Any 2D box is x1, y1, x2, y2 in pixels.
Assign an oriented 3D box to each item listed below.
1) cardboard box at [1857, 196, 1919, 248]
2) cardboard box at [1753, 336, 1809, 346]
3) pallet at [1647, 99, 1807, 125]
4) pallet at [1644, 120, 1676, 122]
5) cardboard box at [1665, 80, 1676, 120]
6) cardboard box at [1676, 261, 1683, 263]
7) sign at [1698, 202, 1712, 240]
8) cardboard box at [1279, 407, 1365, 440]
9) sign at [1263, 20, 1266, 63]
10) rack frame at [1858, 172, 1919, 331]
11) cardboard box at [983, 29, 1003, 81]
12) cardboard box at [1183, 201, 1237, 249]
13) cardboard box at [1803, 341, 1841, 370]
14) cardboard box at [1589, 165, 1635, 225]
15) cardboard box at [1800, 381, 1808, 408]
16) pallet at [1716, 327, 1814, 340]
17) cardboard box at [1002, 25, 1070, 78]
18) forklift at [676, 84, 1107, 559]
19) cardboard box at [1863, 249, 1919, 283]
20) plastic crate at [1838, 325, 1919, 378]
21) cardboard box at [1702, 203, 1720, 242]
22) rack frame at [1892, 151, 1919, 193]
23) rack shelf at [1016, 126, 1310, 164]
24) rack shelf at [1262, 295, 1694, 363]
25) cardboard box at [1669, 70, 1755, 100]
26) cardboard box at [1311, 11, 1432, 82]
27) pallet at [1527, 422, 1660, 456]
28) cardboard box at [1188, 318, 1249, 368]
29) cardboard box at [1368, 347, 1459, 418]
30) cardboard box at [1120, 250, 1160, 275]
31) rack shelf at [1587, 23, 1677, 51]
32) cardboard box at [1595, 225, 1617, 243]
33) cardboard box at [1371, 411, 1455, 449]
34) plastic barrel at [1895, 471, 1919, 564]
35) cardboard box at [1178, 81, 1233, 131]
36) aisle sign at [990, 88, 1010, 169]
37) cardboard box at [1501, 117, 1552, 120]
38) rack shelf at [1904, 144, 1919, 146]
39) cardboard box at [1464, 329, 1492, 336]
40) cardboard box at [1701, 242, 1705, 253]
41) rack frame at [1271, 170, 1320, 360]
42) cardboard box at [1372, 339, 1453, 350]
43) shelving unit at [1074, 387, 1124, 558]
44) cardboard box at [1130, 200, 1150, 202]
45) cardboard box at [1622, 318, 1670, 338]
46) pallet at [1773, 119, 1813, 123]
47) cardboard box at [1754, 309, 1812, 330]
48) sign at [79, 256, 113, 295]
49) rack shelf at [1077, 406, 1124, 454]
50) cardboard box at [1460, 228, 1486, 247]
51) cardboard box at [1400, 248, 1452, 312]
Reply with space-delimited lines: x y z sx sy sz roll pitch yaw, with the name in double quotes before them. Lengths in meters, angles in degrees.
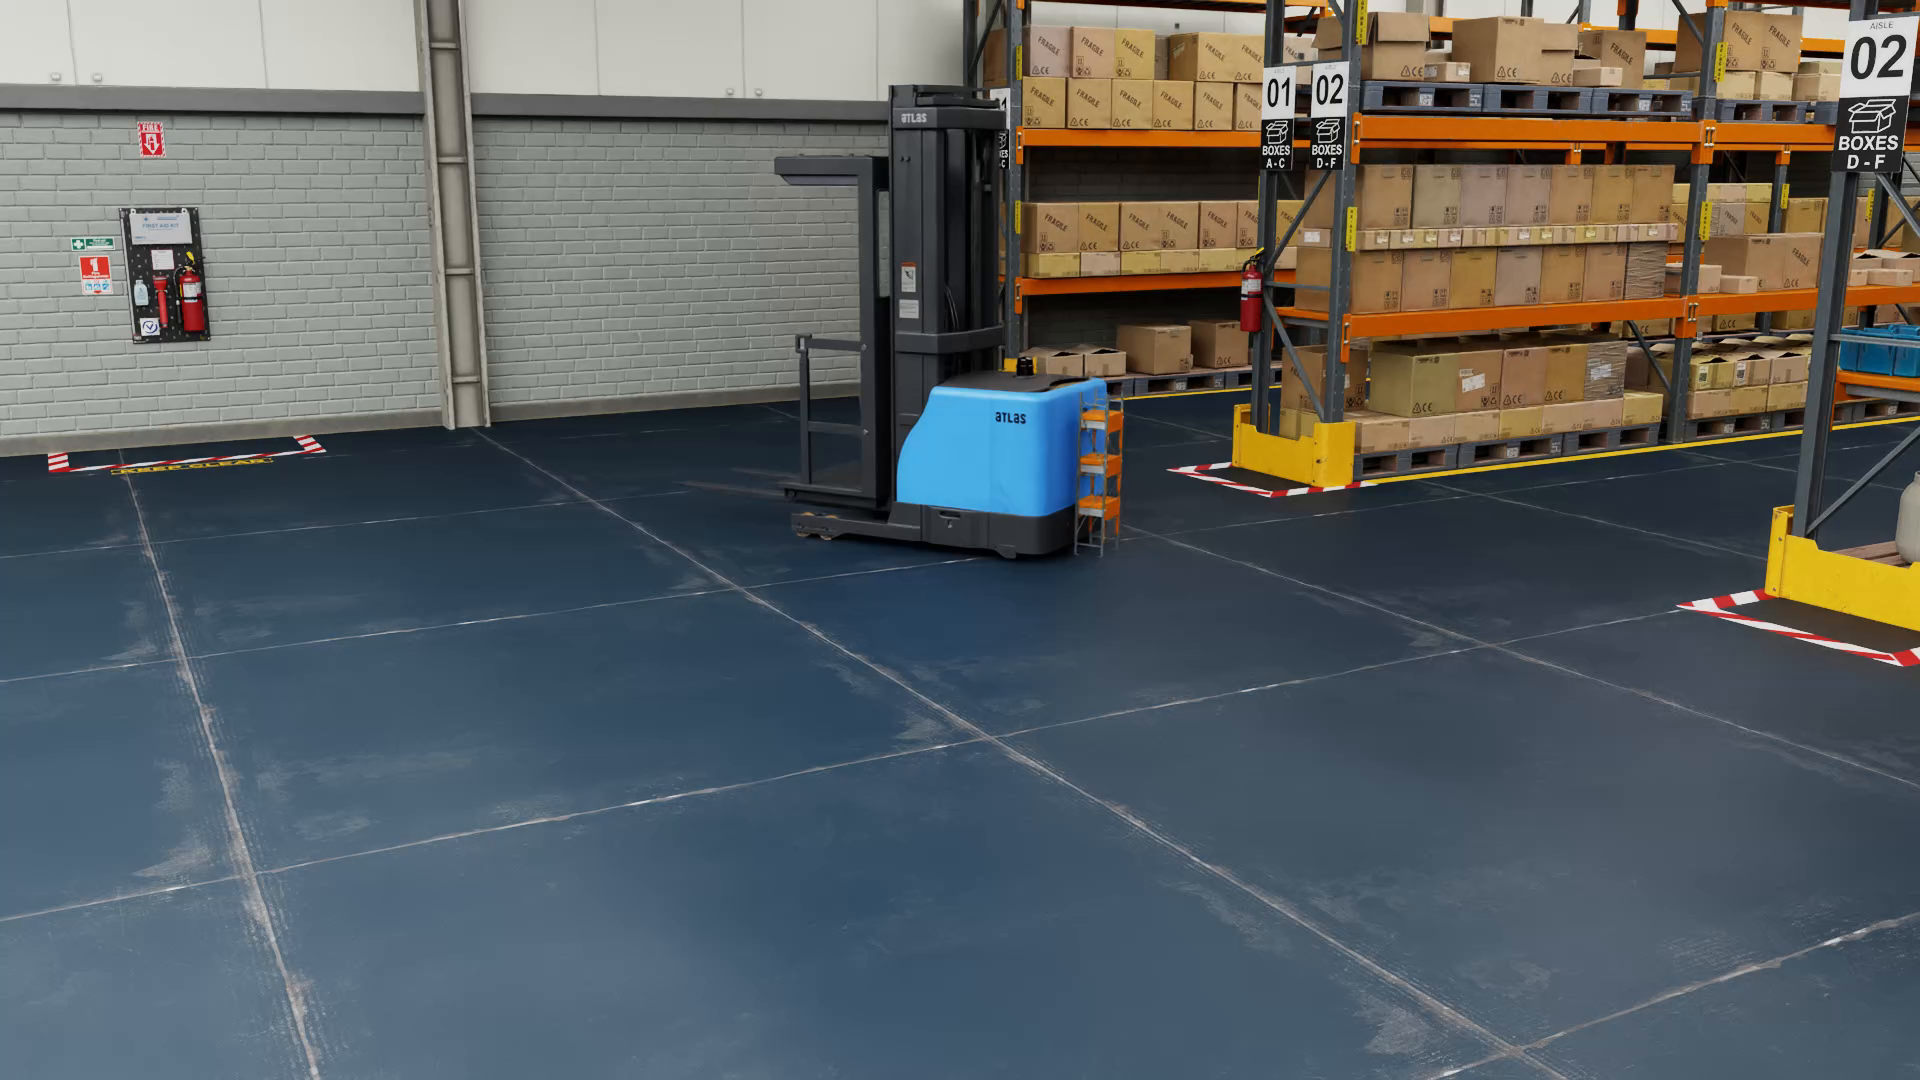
"cardboard box" 13.290 -4.649 24.250 0.700 0.700 0.980 -7 14 -28
"cardboard box" 8.215 -1.869 16.611 0.500 0.311 0.500 -7 15 -29
"pallet" 6.978 -3.885 15.145 1.217 0.209 0.805 -8 15 -30
"pallet" 8.864 -5.362 21.703 1.213 0.211 1.003 -6 14 -25
"cardboard box" 9.102 -5.760 21.809 0.500 0.500 0.700 -7 14 -28
"cardboard box" 6.894 -2.482 15.613 0.258 0.266 0.396 -7 15 -29
"sign" 6.478 -2.774 14.451 0.005 0.325 0.100 -7 14 -28
"cardboard box" 3.028 -0.976 13.919 0.500 0.250 0.500 -7 14 -28
"sign" 2.452 -3.962 13.213 0.005 0.325 0.100 -7 14 -28
"rack frame" 9.721 -2.841 16.899 0.127 3.000 1.000 -7 14 -28
"cardboard box" 0.576 -5.059 17.373 0.500 0.500 0.500 -6 14 -25
"cardboard box" 2.684 -3.463 18.252 0.500 0.500 0.500 -7 15 -29
"cardboard box" 8.482 -1.767 16.156 0.500 0.311 0.500 -7 14 -28
"cardboard box" 5.381 -3.000 14.426 0.500 0.500 0.700 -7 14 -28
"cardboard box" 8.033 -1.440 15.981 0.500 0.250 0.500 -7 14 -27
"pallet" 11.560 -2.920 23.604 1.213 0.211 1.003 -7 14 -28
"cardboard box" 0.777 -4.957 16.920 0.500 0.500 0.500 -8 15 -32
"forklift" -0.553 -1.523 11.200 3.031 2.935 1.130 7 14 29
"cardboard box" 9.381 -2.767 16.777 0.500 0.311 0.500 -6 14 -24
"plastic crate" 5.365 -1.082 9.423 0.616 0.251 0.499 -7 14 -28
"cardboard box" 9.683 -4.215 22.058 0.500 0.500 0.500 -7 14 -28
"rack frame" 14.366 -4.636 24.879 0.127 3.000 1.000 -7 14 -28
"rack shelf" 2.078 -4.276 18.085 4.000 0.370 1.077 -7 14 -28
"rack shelf" 4.455 -1.858 14.174 4.000 0.370 1.077 -7 14 -28
"cardboard box" 6.756 -4.078 14.951 0.500 0.250 0.500 -5 14 -22
"cardboard box" 3.206 -3.846 13.023 0.637 0.503 0.797 -6 14 -24
"pallet" 5.492 -0.984 15.000 1.213 0.211 1.003 -7 14 -28
"cardboard box" 2.942 -2.252 18.977 0.500 0.500 0.500 -8 15 -32
"cardboard box" 3.715 -1.295 13.629 0.500 0.500 0.500 -7 14 -28
"cardboard box" 1.802 -2.990 17.858 0.500 0.250 0.500 -7 15 -29
"rack shelf" 9.100 -6.386 21.539 4.000 0.370 1.077 -7 14 -28
"cardboard box" 5.398 -2.634 14.275 0.250 0.149 0.380 -7 14 -28
"cardboard box" 3.714 -0.929 13.713 0.500 0.250 0.500 -7 14 -28
"plastic barrel" 5.610 -0.119 9.517 0.421 0.512 0.421 0 13 0
"cardboard box" 2.590 -4.679 17.963 0.500 0.500 0.500 -7 15 -30
"aisle sign" 0.403 -4.156 16.824 0.004 0.787 0.394 -7 14 -28
"cardboard box" 6.842 -5.097 20.250 0.500 0.311 0.500 -7 14 -28
"rack shelf" 11.477 -4.163 17.584 4.000 0.370 1.077 -7 14 -28
"cardboard box" 6.230 -2.672 20.843 0.500 0.500 0.700 -7 14 -28
"cardboard box" 9.785 -3.911 22.183 0.250 0.149 0.380 -7 14 -28
"rack frame" 3.833 -3.374 19.270 0.127 3.000 1.000 -7 14 -28
"cardboard box" 3.898 -1.450 14.319 0.500 0.500 0.500 -7 14 -28
"shelving unit" 0.888 -0.433 10.631 0.215 1.050 0.252 8 15 27
"cardboard box" 1.975 -3.506 18.442 0.500 0.500 0.500 -7 14 -27
"cardboard box" 8.825 -3.094 21.965 0.750 0.750 0.750 -7 14 -28
"pallet" 11.578 -5.720 23.063 1.213 0.211 1.003 -7 14 -28
"cardboard box" 11.561 -3.260 23.500 0.500 0.500 0.700 -7 14 -27
"sign" -7.466 -2.289 14.367 0.234 0.329 0.001 -7 14 -28
"rack shelf" 0.893 -0.699 10.569 0.215 0.259 0.240 8 15 27
"cardboard box" 4.052 -2.473 13.561 0.250 0.149 0.380 -7 15 -30
"cardboard box" 3.574 -2.151 13.606 0.500 0.500 0.700 -6 14 -26
